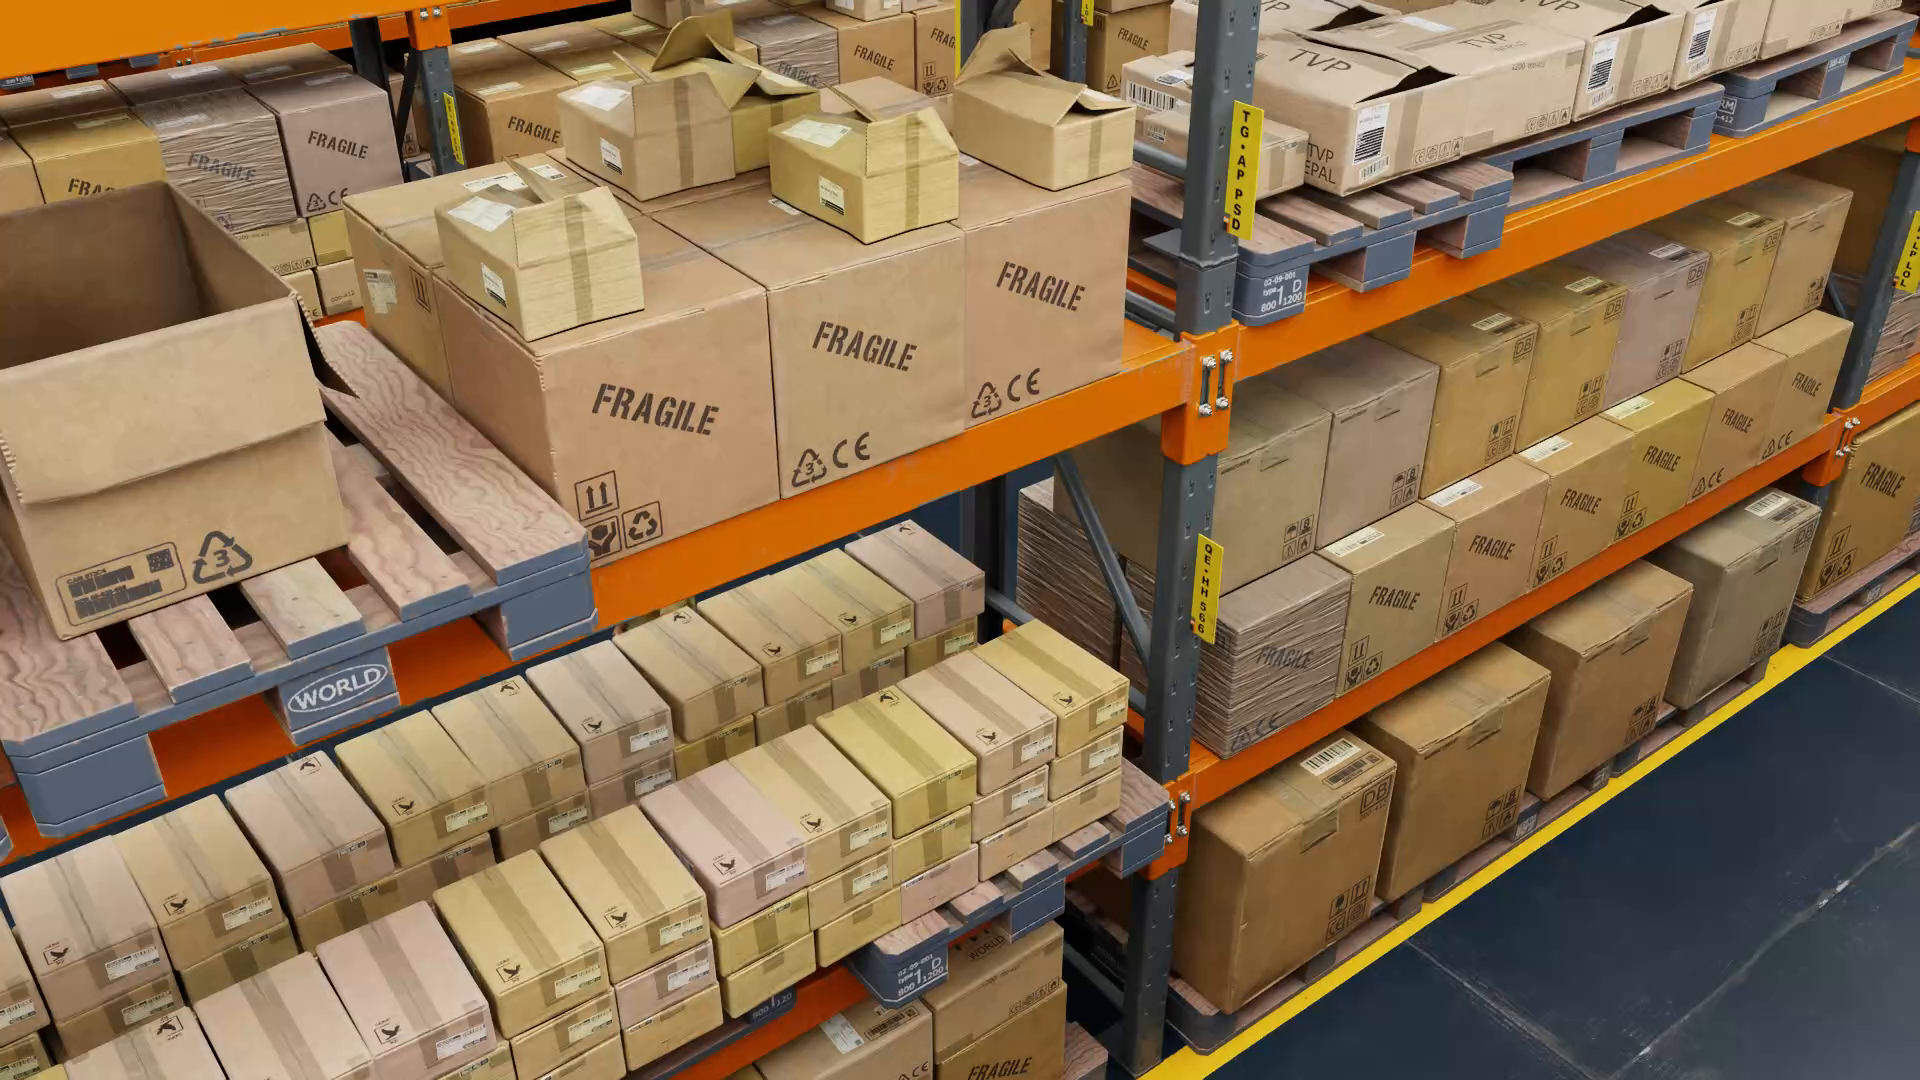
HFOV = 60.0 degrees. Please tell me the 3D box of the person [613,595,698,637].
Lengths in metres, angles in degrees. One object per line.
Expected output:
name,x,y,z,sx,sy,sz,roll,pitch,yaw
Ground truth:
person,-1.195,0.465,6.479,0.426,1.603,0.478,-21,38,-30
